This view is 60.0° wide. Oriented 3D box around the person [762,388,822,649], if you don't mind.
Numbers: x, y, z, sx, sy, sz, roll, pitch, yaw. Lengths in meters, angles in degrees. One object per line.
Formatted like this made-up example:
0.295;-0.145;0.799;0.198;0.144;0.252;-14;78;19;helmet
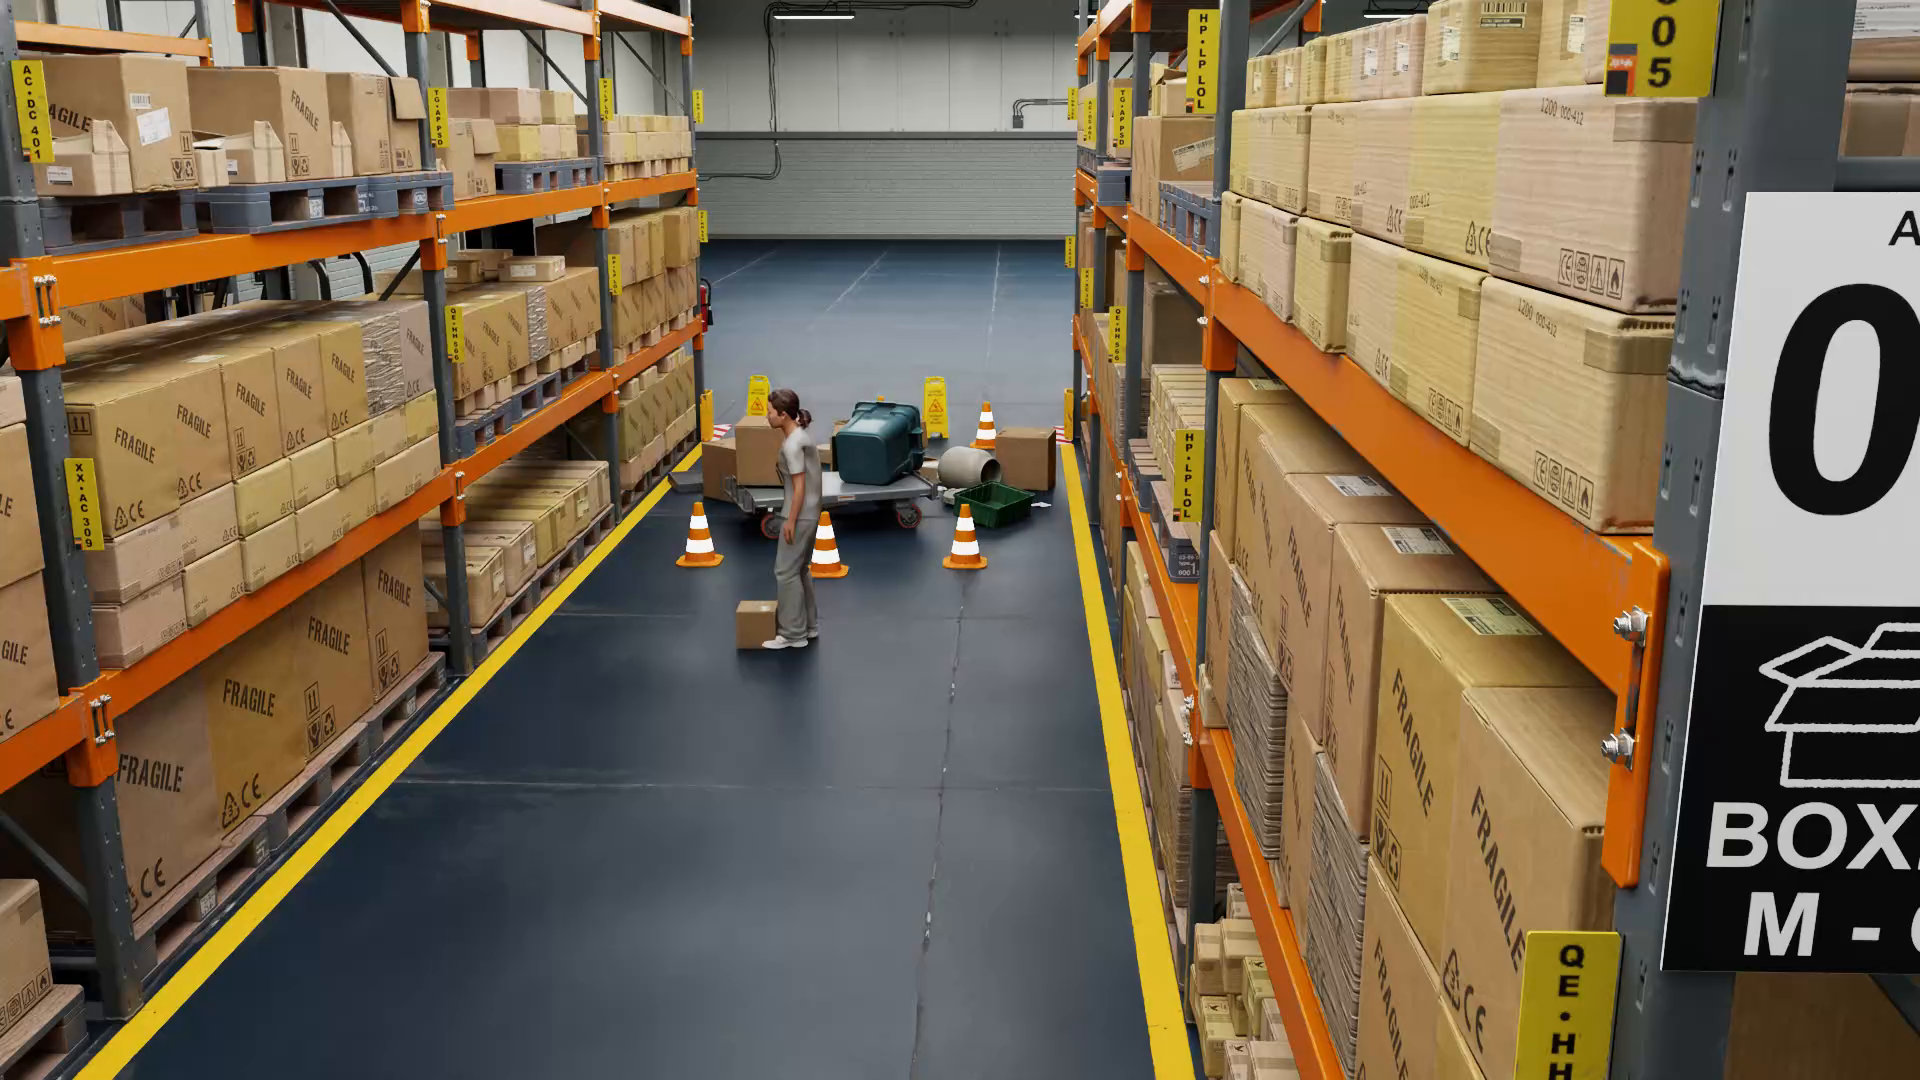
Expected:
-1.081;-0.142;10.577;0.416;1.671;0.505;0;14;-2;person
